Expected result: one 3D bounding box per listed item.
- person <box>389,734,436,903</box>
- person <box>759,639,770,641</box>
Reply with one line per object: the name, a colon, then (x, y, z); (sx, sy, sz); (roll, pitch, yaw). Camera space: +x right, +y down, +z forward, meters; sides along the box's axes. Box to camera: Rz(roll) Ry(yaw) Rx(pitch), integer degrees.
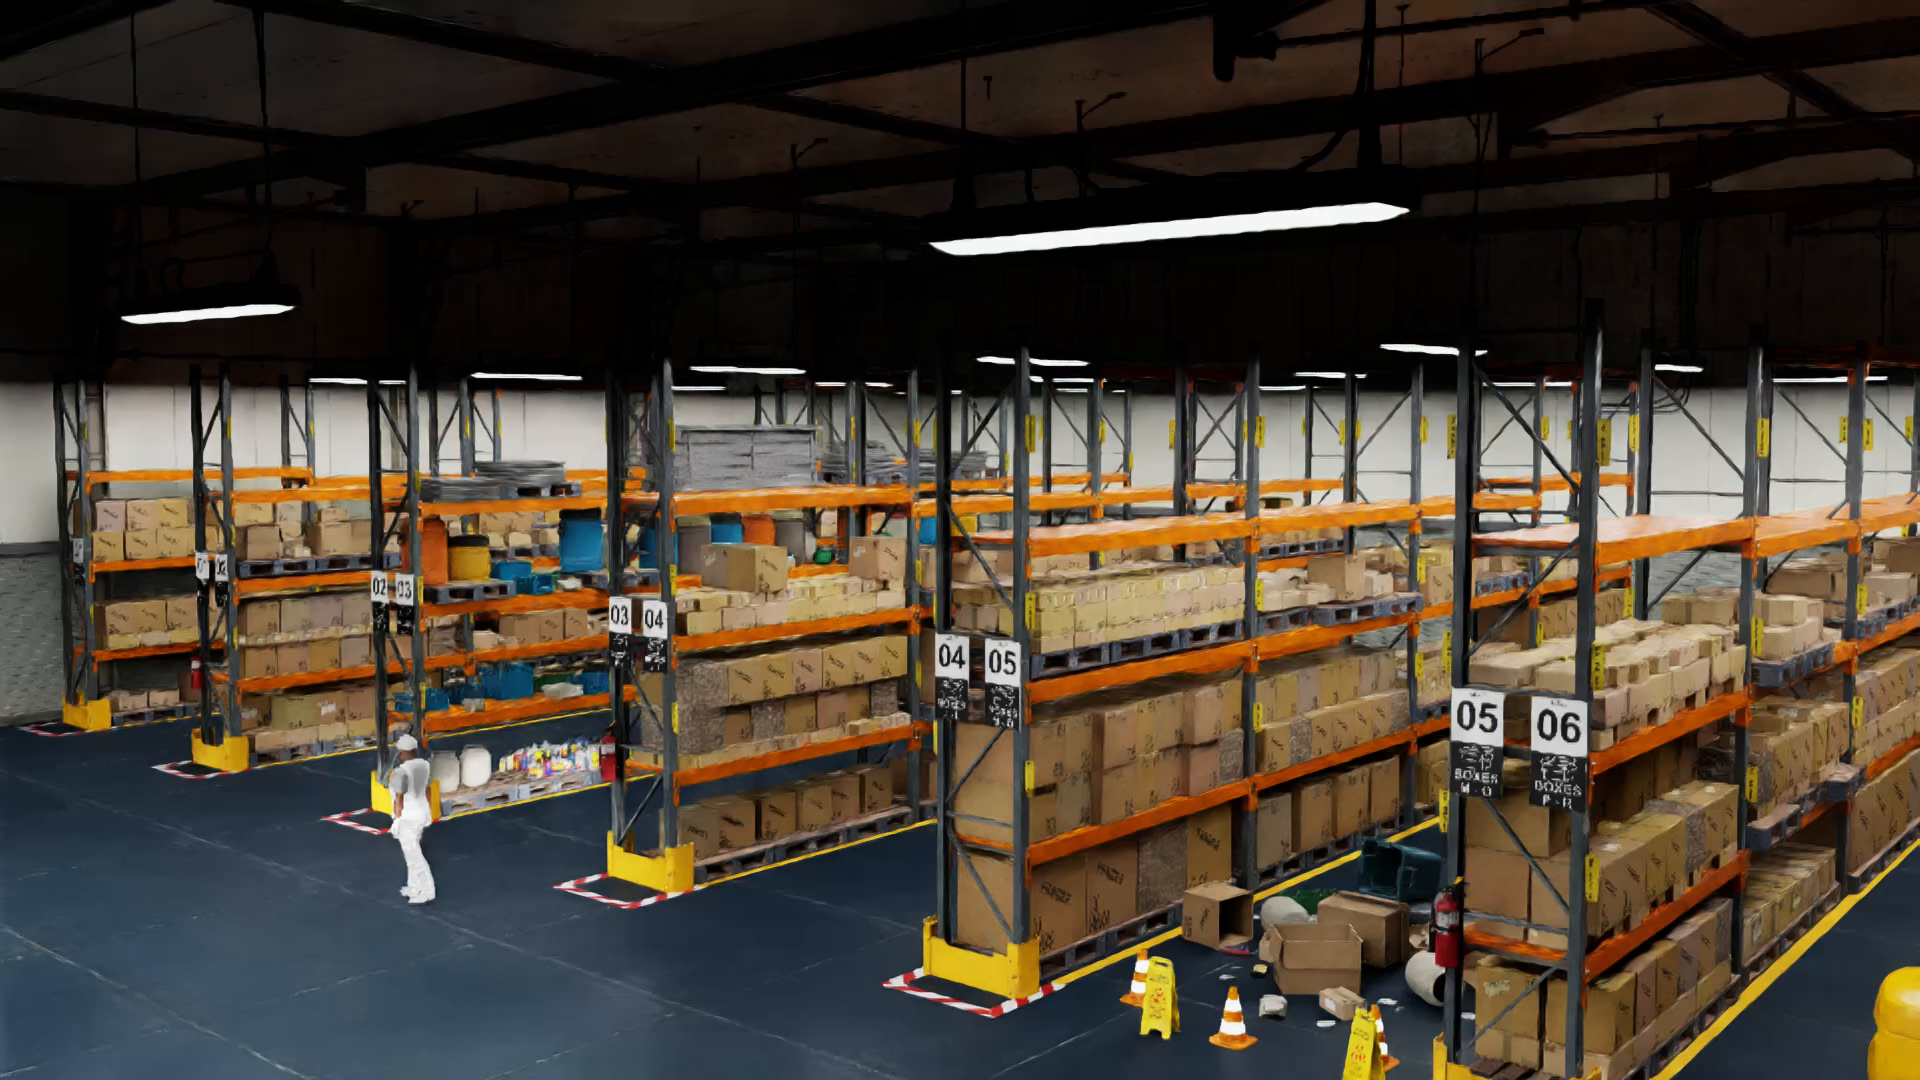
person: (-5.881, 2.990, 17.954); (0.549, 1.780, 0.658); (1, 4, 13)
person: (-2.979, 2.397, 25.689); (0.397, 1.790, 0.655); (2, 5, 25)
